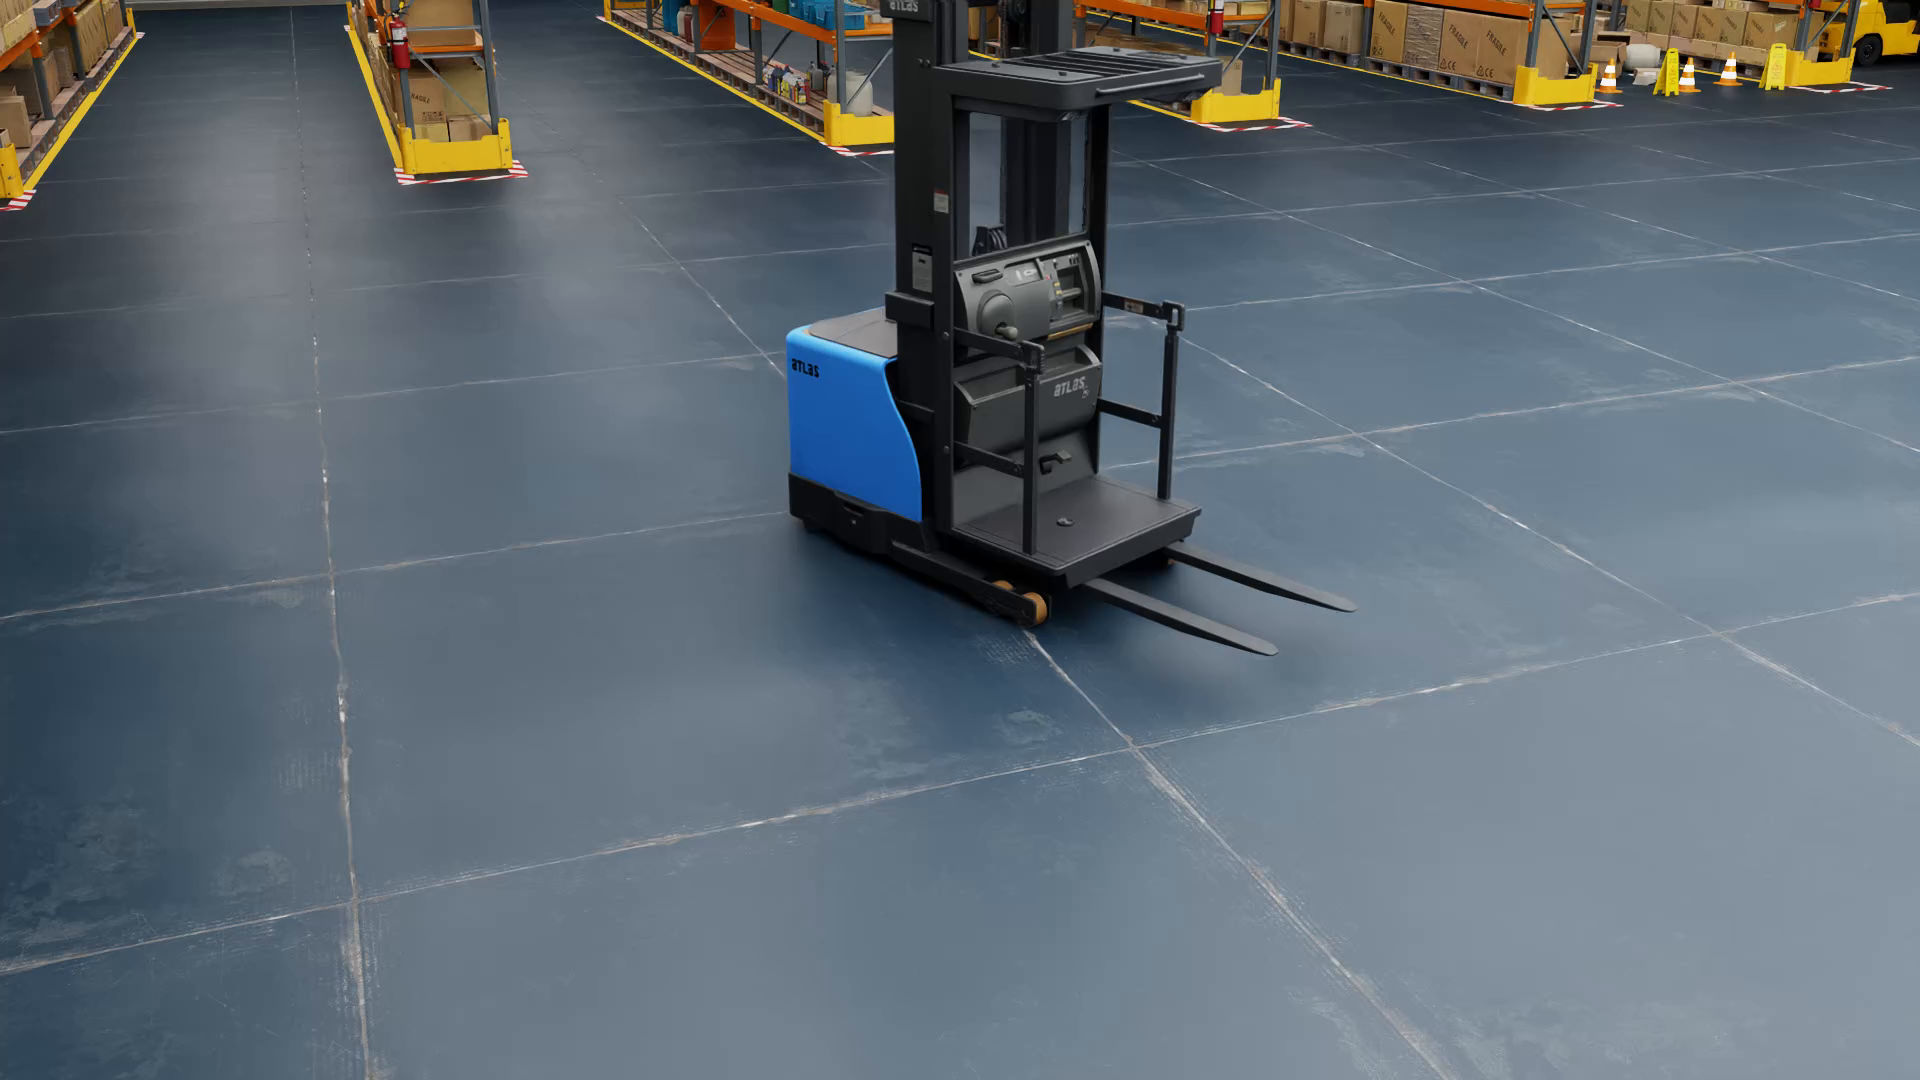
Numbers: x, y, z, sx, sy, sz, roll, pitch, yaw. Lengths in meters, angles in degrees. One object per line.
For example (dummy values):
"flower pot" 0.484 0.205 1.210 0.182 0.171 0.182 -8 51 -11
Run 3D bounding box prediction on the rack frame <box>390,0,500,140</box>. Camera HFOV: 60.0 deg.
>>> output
"rack frame" -5.623 -5.548 18.051 1.000 3.000 0.127 -8 24 -19

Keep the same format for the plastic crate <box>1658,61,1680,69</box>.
"plastic crate" 11.291 -7.691 26.893 0.402 0.080 0.583 -18 29 -37

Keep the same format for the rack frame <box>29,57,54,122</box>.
"rack frame" -11.669 -6.320 19.883 1.000 3.000 0.127 -8 24 -19

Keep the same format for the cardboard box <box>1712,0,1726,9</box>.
"cardboard box" 12.020 -8.404 26.025 0.380 0.149 0.250 -7 24 -17

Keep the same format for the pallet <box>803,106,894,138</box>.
"pallet" -1.341 -5.258 20.954 1.003 0.211 1.213 -8 24 -19

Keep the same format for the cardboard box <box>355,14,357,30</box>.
"cardboard box" -10.594 -9.312 29.878 0.500 0.311 0.500 -8 24 -19

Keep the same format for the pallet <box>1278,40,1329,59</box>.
"pallet" 6.131 -8.432 28.484 1.003 0.211 1.213 -8 24 -19

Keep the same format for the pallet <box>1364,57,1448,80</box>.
"pallet" 7.104 -7.431 26.109 1.003 0.211 1.213 -8 24 -19

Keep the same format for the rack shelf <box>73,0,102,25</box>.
"rack shelf" -13.789 -8.169 25.196 1.077 0.370 4.000 -8 24 -19

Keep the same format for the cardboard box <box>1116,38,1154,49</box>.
"cardboard box" 2.546 -7.043 24.276 0.500 0.500 0.500 -1 23 -2

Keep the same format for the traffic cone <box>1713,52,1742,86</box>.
"traffic cone" 11.558 -7.076 24.942 0.336 0.463 0.334 -8 24 -19

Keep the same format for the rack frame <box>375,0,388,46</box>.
"rack frame" -7.036 -7.001 21.499 1.000 3.000 0.127 -8 24 -19

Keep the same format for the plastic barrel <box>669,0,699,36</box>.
"plastic barrel" -4.800 -9.356 29.246 0.600 0.901 0.708 -8 24 -19

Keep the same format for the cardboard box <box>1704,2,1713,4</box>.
"cardboard box" 12.327 -8.443 26.954 0.500 0.500 0.500 -7 24 -16

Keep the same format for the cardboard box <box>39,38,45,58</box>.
"cardboard box" -12.450 -6.514 22.029 0.500 0.250 0.500 -8 24 -19

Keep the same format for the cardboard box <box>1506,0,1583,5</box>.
"cardboard box" 8.148 -7.747 23.076 0.875 0.550 0.550 -8 24 -19

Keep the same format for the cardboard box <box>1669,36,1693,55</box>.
"cardboard box" 11.849 -8.009 26.890 0.500 0.250 0.500 -9 24 -20

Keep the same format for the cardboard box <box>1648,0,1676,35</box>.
"cardboard box" 11.660 -8.547 27.199 0.500 0.500 0.500 -7 24 -17

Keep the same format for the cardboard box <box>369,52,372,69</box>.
"cardboard box" -8.539 -7.151 24.853 0.500 0.250 0.500 -8 24 -19

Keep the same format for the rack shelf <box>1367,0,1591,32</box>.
"rack shelf" 7.615 -7.945 24.664 1.077 0.370 4.000 -8 24 -19

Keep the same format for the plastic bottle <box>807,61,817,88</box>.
"plastic bottle" -2.038 -6.447 23.029 0.144 0.351 0.185 -8 24 -19

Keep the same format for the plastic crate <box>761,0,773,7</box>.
"plastic crate" -2.335 -7.443 22.628 0.767 0.338 0.504 -8 24 -19

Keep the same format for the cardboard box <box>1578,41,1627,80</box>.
"cardboard box" 9.928 -7.406 25.673 0.637 0.503 0.797 12 26 27

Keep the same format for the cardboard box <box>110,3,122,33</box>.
"cardboard box" -15.391 -9.300 29.630 0.700 0.500 0.500 -8 24 -19

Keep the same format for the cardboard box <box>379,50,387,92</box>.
"cardboard box" -6.981 -5.881 20.876 0.500 0.500 0.500 -8 24 -19

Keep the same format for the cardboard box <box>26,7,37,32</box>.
"cardboard box" -11.218 -6.130 19.599 0.500 0.250 0.500 -8 24 -19

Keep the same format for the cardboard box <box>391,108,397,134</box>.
"cardboard box" -6.455 -4.990 19.727 0.500 0.250 0.500 -8 24 -19

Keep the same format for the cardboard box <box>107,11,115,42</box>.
"cardboard box" -14.838 -8.738 28.296 0.700 0.500 0.500 -9 24 -20

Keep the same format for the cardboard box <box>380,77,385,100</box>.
"cardboard box" -7.454 -6.039 22.215 0.500 0.250 0.500 -9 24 -20

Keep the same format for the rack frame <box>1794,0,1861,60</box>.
"rack frame" 12.917 -8.265 24.498 1.000 3.000 0.127 -8 24 -19

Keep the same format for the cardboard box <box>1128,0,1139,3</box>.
"cardboard box" 2.570 -7.581 23.198 0.380 0.149 0.250 -8 24 -19

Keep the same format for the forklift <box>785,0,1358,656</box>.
"forklift" 0.482 -1.166 7.743 1.130 2.935 3.031 -21 31 -41

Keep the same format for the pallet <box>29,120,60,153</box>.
"pallet" -11.399 -4.796 19.858 1.003 0.211 1.213 -8 24 -19

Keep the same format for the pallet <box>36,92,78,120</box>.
"pallet" -12.380 -5.762 22.149 1.003 0.211 1.213 -8 24 -19

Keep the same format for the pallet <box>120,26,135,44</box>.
"pallet" -15.553 -9.116 30.106 1.003 0.211 1.213 -8 24 -19

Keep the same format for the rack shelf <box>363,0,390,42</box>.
"rack shelf" -7.743 -7.397 23.363 1.077 0.370 4.000 -8 24 -19

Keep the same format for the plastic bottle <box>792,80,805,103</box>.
"plastic bottle" -2.110 -5.876 21.770 0.152 0.276 0.135 -8 24 -19

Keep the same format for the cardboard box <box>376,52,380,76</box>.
"cardboard box" -7.637 -6.482 22.545 0.500 0.311 0.500 -8 24 -18

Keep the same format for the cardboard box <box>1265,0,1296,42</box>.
"cardboard box" 5.939 -9.062 28.745 1.050 0.750 0.750 -8 24 -18

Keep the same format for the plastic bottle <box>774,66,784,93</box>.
"plastic bottle" -2.437 -6.243 22.544 0.144 0.351 0.185 -9 25 -21

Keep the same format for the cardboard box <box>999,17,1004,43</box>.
"cardboard box" 1.075 -8.623 27.998 0.700 0.500 0.500 -10 25 -22

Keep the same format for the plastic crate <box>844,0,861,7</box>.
"plastic crate" -1.590 -7.003 21.842 0.530 0.136 0.437 -8 24 -19

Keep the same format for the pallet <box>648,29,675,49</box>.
"pallet" -4.993 -9.015 29.868 1.003 0.211 1.213 -8 24 -19

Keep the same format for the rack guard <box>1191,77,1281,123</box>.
"rack guard" 3.619 -5.782 21.823 1.175 0.500 0.348 -8 24 -19

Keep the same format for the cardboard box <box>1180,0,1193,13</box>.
"cardboard box" 3.128 -7.040 21.914 0.380 0.149 0.250 -8 24 -19

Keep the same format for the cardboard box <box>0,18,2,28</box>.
"cardboard box" -10.309 -5.548 17.253 0.500 0.500 0.500 -8 24 -19

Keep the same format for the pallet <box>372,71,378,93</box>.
"pallet" -8.195 -6.865 24.767 1.003 0.211 1.213 -8 24 -19

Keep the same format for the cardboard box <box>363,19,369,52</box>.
"cardboard box" -9.373 -8.191 26.974 0.500 0.500 0.500 -9 25 -21

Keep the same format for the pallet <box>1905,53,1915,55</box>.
"pallet" 16.823 -8.378 28.355 1.003 0.211 1.213 -8 24 -19

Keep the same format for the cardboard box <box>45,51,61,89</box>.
"cardboard box" -12.706 -6.367 22.646 0.700 0.500 0.500 -8 24 -19

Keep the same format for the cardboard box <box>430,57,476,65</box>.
"cardboard box" -6.132 -5.591 20.186 0.500 0.500 0.500 -8 24 -19

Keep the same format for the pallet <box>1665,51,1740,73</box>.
"pallet" 12.209 -7.751 26.867 1.003 0.211 1.213 -8 24 -19

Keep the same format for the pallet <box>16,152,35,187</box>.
"pallet" -10.537 -3.910 17.754 1.003 0.211 1.213 -8 24 -19

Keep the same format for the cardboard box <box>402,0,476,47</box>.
"cardboard box" -5.776 -5.765 18.438 0.700 0.500 0.500 -8 24 -19

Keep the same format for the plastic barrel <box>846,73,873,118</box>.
"plastic barrel" -1.292 -5.502 20.604 0.421 0.512 0.421 0 23 0

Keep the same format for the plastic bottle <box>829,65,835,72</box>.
"plastic bottle" -1.722 -6.280 22.632 0.144 0.351 0.185 -8 24 -19
